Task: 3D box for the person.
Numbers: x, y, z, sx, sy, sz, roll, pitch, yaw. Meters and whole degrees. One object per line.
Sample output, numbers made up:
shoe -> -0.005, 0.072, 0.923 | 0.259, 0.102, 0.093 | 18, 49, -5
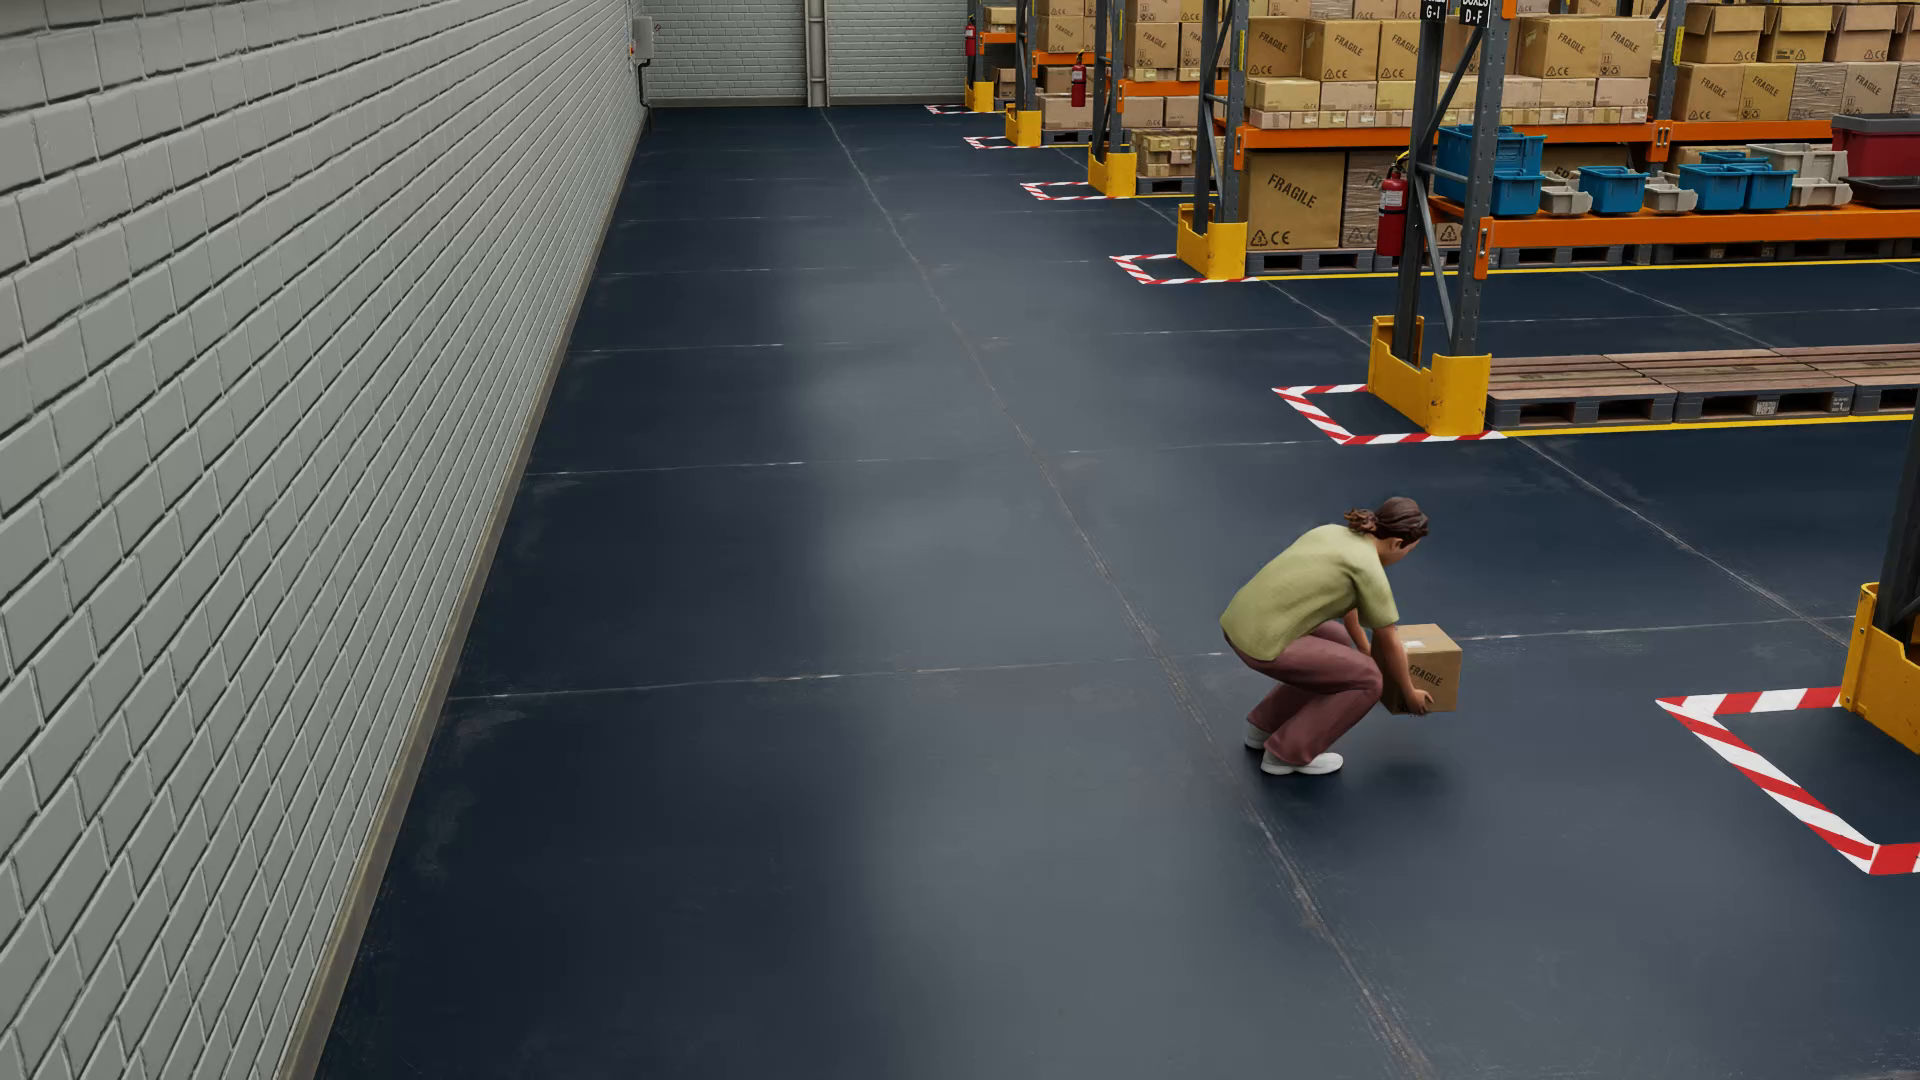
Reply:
person -> 1.342, 0.352, 6.162 | 0.774, 0.958, 0.497 | -3, 20, -8
